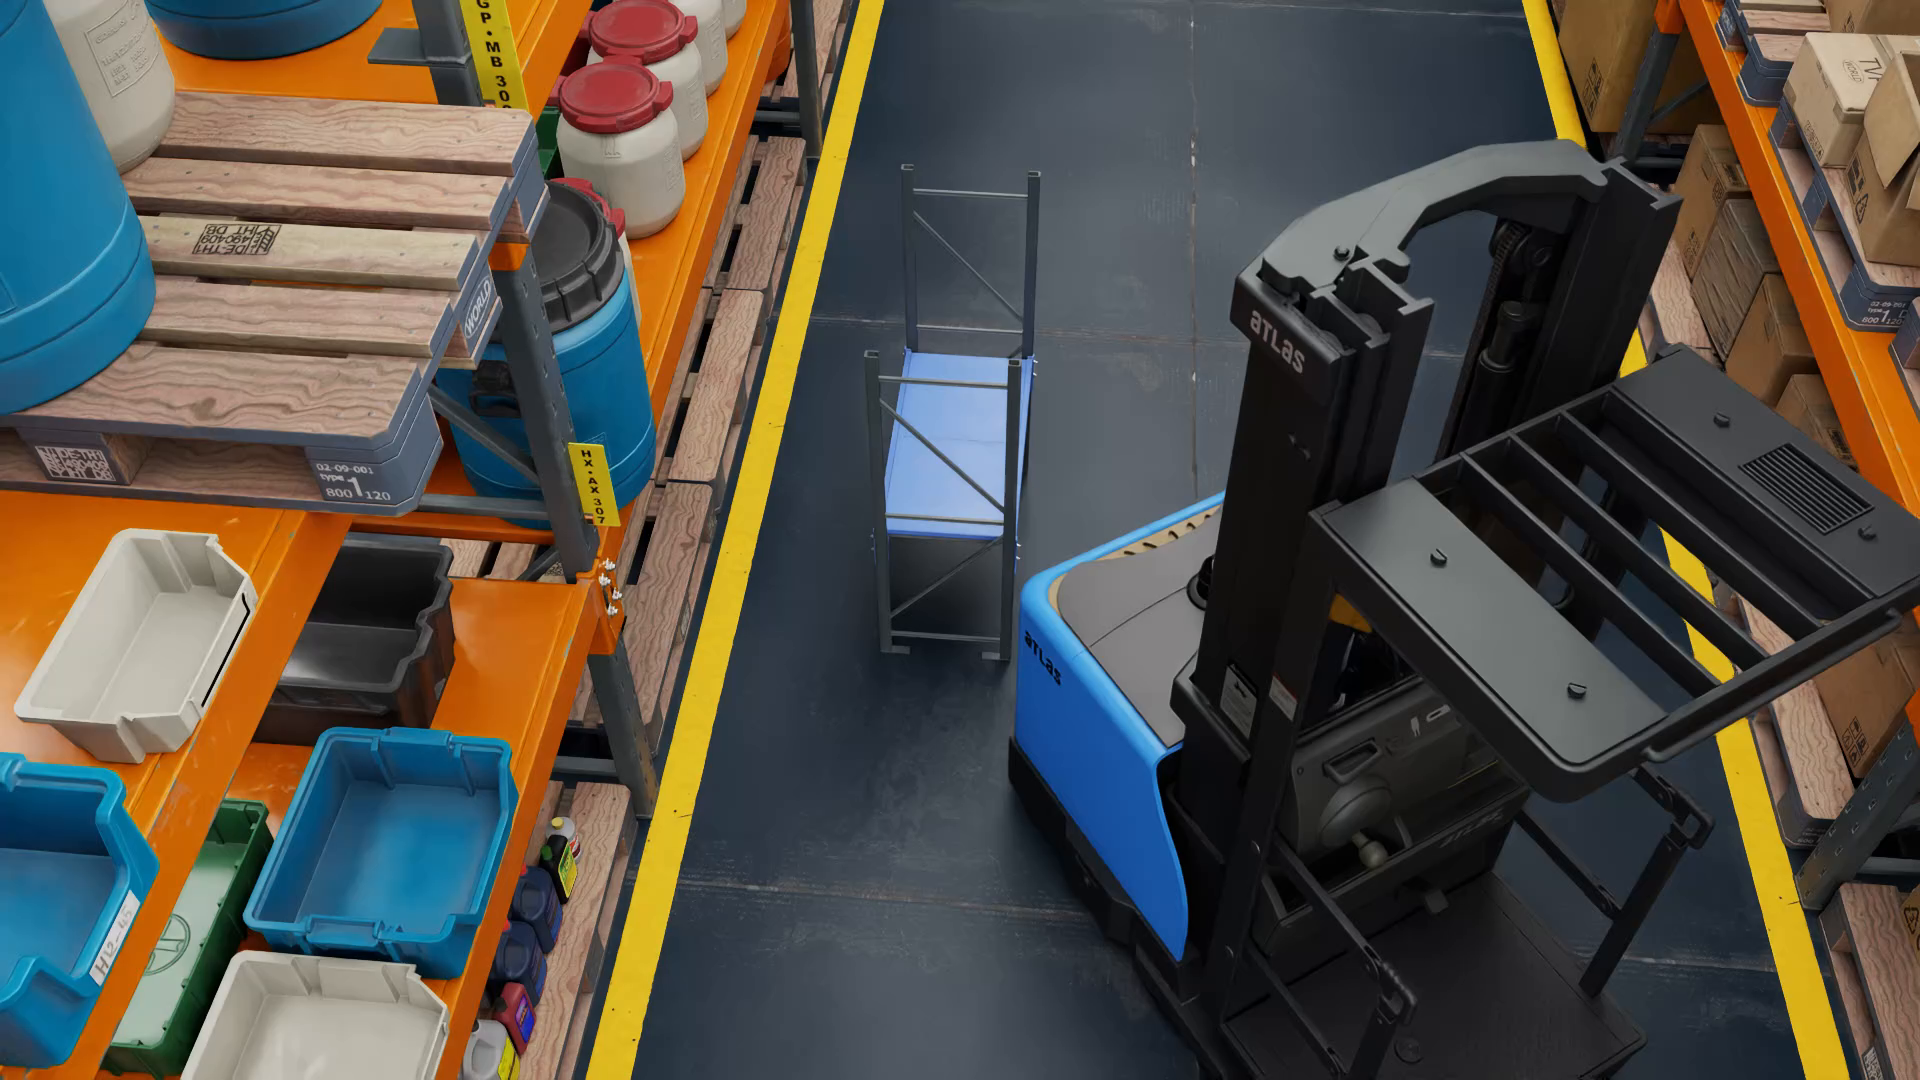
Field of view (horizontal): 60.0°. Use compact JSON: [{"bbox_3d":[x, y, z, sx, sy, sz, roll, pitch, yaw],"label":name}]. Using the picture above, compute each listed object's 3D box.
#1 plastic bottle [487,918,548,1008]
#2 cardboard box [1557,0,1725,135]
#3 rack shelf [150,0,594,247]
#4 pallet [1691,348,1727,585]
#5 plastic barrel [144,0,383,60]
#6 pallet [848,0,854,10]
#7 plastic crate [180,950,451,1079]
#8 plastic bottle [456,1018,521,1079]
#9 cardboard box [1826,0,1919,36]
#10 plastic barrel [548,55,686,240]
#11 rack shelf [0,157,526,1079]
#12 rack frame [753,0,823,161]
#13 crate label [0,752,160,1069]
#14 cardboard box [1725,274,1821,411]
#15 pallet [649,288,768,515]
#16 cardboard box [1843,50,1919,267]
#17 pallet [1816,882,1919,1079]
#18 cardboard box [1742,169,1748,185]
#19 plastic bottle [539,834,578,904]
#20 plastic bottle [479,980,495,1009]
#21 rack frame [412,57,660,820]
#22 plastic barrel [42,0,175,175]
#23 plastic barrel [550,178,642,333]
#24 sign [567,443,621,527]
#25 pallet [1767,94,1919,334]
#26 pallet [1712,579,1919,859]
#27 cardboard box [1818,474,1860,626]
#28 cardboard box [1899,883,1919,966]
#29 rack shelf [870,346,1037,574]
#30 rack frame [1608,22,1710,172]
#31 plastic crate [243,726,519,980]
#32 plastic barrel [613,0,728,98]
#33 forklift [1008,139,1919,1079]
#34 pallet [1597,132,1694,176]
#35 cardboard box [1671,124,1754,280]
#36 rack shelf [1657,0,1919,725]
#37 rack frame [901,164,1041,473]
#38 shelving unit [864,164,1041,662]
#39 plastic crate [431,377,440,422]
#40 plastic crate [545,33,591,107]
[{"bbox_3d":[-1.368,1.274,5.075,0.144,0.351,0.185,2,48,2],"label":"plastic bottle"},{"bbox_3d":[3.802,-2.642,8.314,1.225,0.875,0.875,2,48,2],"label":"cardboard box"},{"bbox_3d":[-1.396,-2.344,5.342,1.077,0.370,4.000,4,48,4],"label":"rack shelf"},{"bbox_3d":[3.532,-0.302,6.909,1.003,0.211,1.213,4,48,4],"label":"pallet"},{"bbox_3d":[-1.748,-1.675,3.902,0.600,0.901,0.708,4,48,4],"label":"plastic barrel"},{"bbox_3d":[-1.070,-3.579,9.907,1.003,0.211,1.213,4,48,4],"label":"pallet"},{"bbox_3d":[-1.474,1.194,3.830,0.530,0.136,0.437,4,48,4],"label":"plastic crate"},{"bbox_3d":[-1.397,1.512,4.858,0.144,0.351,0.185,4,48,3],"label":"plastic bottle"},{"bbox_3d":[3.758,-2.070,6.284,0.700,0.500,0.500,10,48,9],"label":"cardboard box"},{"bbox_3d":[-1.206,-1.378,5.912,0.433,0.535,0.433,0,48,0],"label":"plastic barrel"},{"bbox_3d":[-1.761,0.595,2.654,1.077,0.370,4.000,4,48,4],"label":"rack shelf"},{"bbox_3d":[-1.214,-3.044,7.528,1.000,3.000,0.127,4,48,4],"label":"rack frame"},{"bbox_3d":[-1.443,0.519,2.336,0.502,0.251,0.408,4,48,4],"label":"crate label"},{"bbox_3d":[3.595,-0.697,6.776,0.700,0.500,0.500,7,48,7],"label":"cardboard box"},{"bbox_3d":[-1.437,-0.642,7.221,1.003,0.211,1.213,4,48,4],"label":"pallet"},{"bbox_3d":[3.420,-1.229,5.512,0.797,0.503,0.637,8,48,8],"label":"cardboard box"},{"bbox_3d":[3.328,1.665,5.110,1.003,0.211,1.213,4,48,4],"label":"pallet"},{"bbox_3d":[3.687,-1.775,7.254,0.500,0.250,0.500,6,48,5],"label":"cardboard box"},{"bbox_3d":[-1.294,1.039,5.336,0.061,0.283,0.133,6,48,5],"label":"plastic bottle"},{"bbox_3d":[-1.517,1.308,5.095,0.152,0.276,0.135,4,48,4],"label":"plastic bottle"},{"bbox_3d":[-1.578,-0.105,4.839,1.000,3.000,0.127,4,48,4],"label":"rack frame"},{"bbox_3d":[-1.813,-0.994,3.259,0.421,0.512,0.421,0,48,0],"label":"plastic barrel"},{"bbox_3d":[-1.273,-0.839,5.419,0.433,0.535,0.433,0,48,0],"label":"plastic barrel"},{"bbox_3d":[-1.032,-0.153,4.696,0.100,0.325,0.005,4,48,4],"label":"sign"},{"bbox_3d":[3.579,-1.189,5.961,1.003,0.211,1.213,4,48,4],"label":"pallet"},{"bbox_3d":[3.423,0.597,6.087,1.003,0.211,1.213,4,48,4],"label":"pallet"},{"bbox_3d":[3.494,0.124,6.025,0.700,0.500,0.500,4,48,3],"label":"cardboard box"},{"bbox_3d":[3.278,1.221,5.036,0.500,0.500,0.500,3,48,2],"label":"cardboard box"},{"bbox_3d":[-0.008,-0.322,6.298,0.538,0.185,1.000,4,48,4],"label":"rack shelf"},{"bbox_3d":[3.719,-2.711,7.223,1.000,3.000,0.127,4,48,4],"label":"rack frame"},{"bbox_3d":[-1.409,0.777,4.134,0.499,0.251,0.616,4,48,4],"label":"plastic crate"},{"bbox_3d":[-1.133,-2.002,6.499,0.421,0.512,0.421,0,48,0],"label":"plastic barrel"},{"bbox_3d":[1.345,0.630,4.213,1.130,2.935,3.031,-23,52,-20],"label":"forklift"},{"bbox_3d":[3.865,-2.344,8.777,1.003,0.211,1.213,4,48,4],"label":"pallet"},{"bbox_3d":[3.677,-1.522,7.531,0.700,0.500,0.500,2,48,1],"label":"cardboard box"},{"bbox_3d":[3.536,-0.999,6.144,1.077,0.370,4.000,4,48,4],"label":"rack shelf"},{"bbox_3d":[0.039,-0.817,6.507,0.500,1.500,0.032,4,48,4],"label":"rack frame"},{"bbox_3d":[-0.008,-0.443,6.165,0.538,1.500,1.048,4,48,4],"label":"shelving unit"},{"bbox_3d":[-1.839,-0.503,5.160,0.402,0.464,0.583,4,48,4],"label":"plastic crate"},{"bbox_3d":[-1.666,-1.899,6.437,0.402,0.464,0.583,4,48,4],"label":"plastic crate"}]
